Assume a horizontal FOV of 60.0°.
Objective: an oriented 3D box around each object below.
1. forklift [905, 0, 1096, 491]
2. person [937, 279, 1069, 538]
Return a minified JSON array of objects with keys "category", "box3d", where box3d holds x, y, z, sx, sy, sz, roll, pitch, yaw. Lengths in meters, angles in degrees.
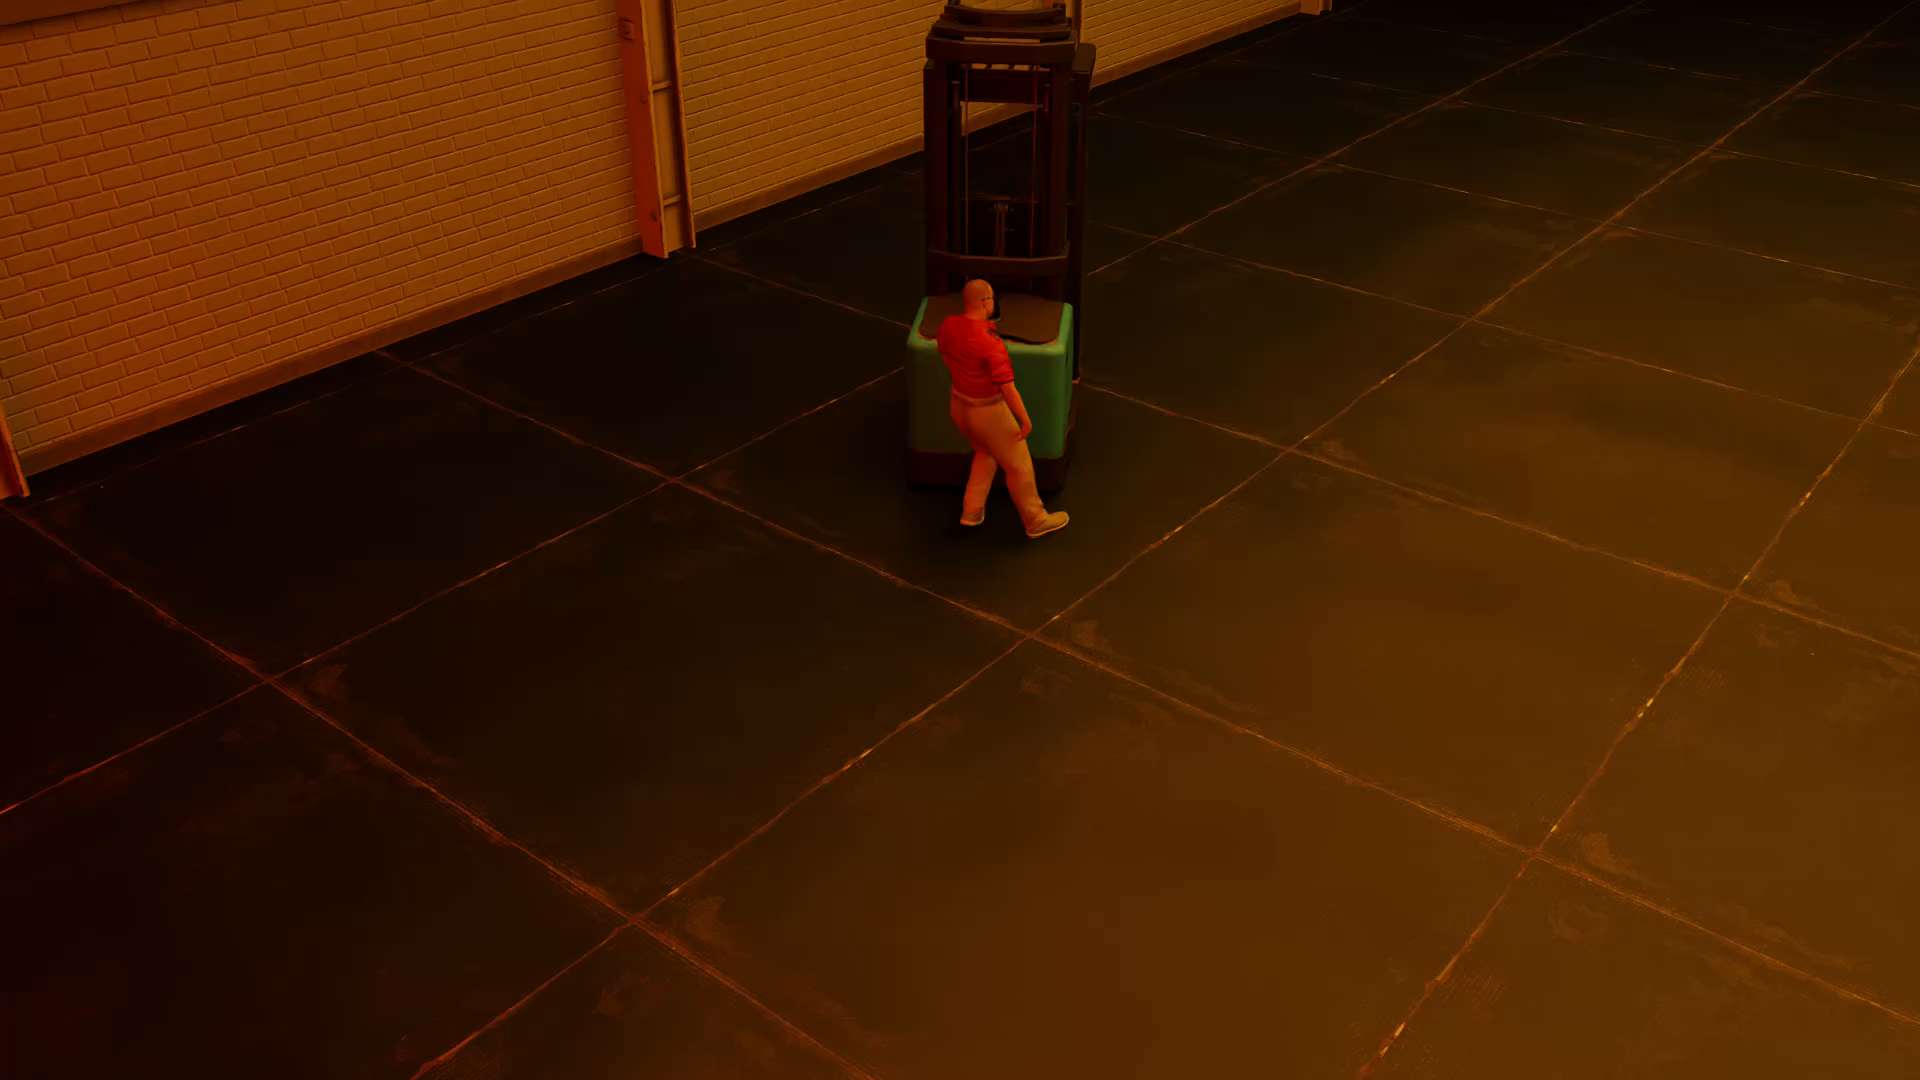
[{"category":"forklift","box3d":[0.335,-2.309,11.546,1.130,2.935,3.031,4,30,6]},{"category":"person","box3d":[0.267,-0.850,10.290,0.679,1.686,0.695,-19,35,-29]}]
